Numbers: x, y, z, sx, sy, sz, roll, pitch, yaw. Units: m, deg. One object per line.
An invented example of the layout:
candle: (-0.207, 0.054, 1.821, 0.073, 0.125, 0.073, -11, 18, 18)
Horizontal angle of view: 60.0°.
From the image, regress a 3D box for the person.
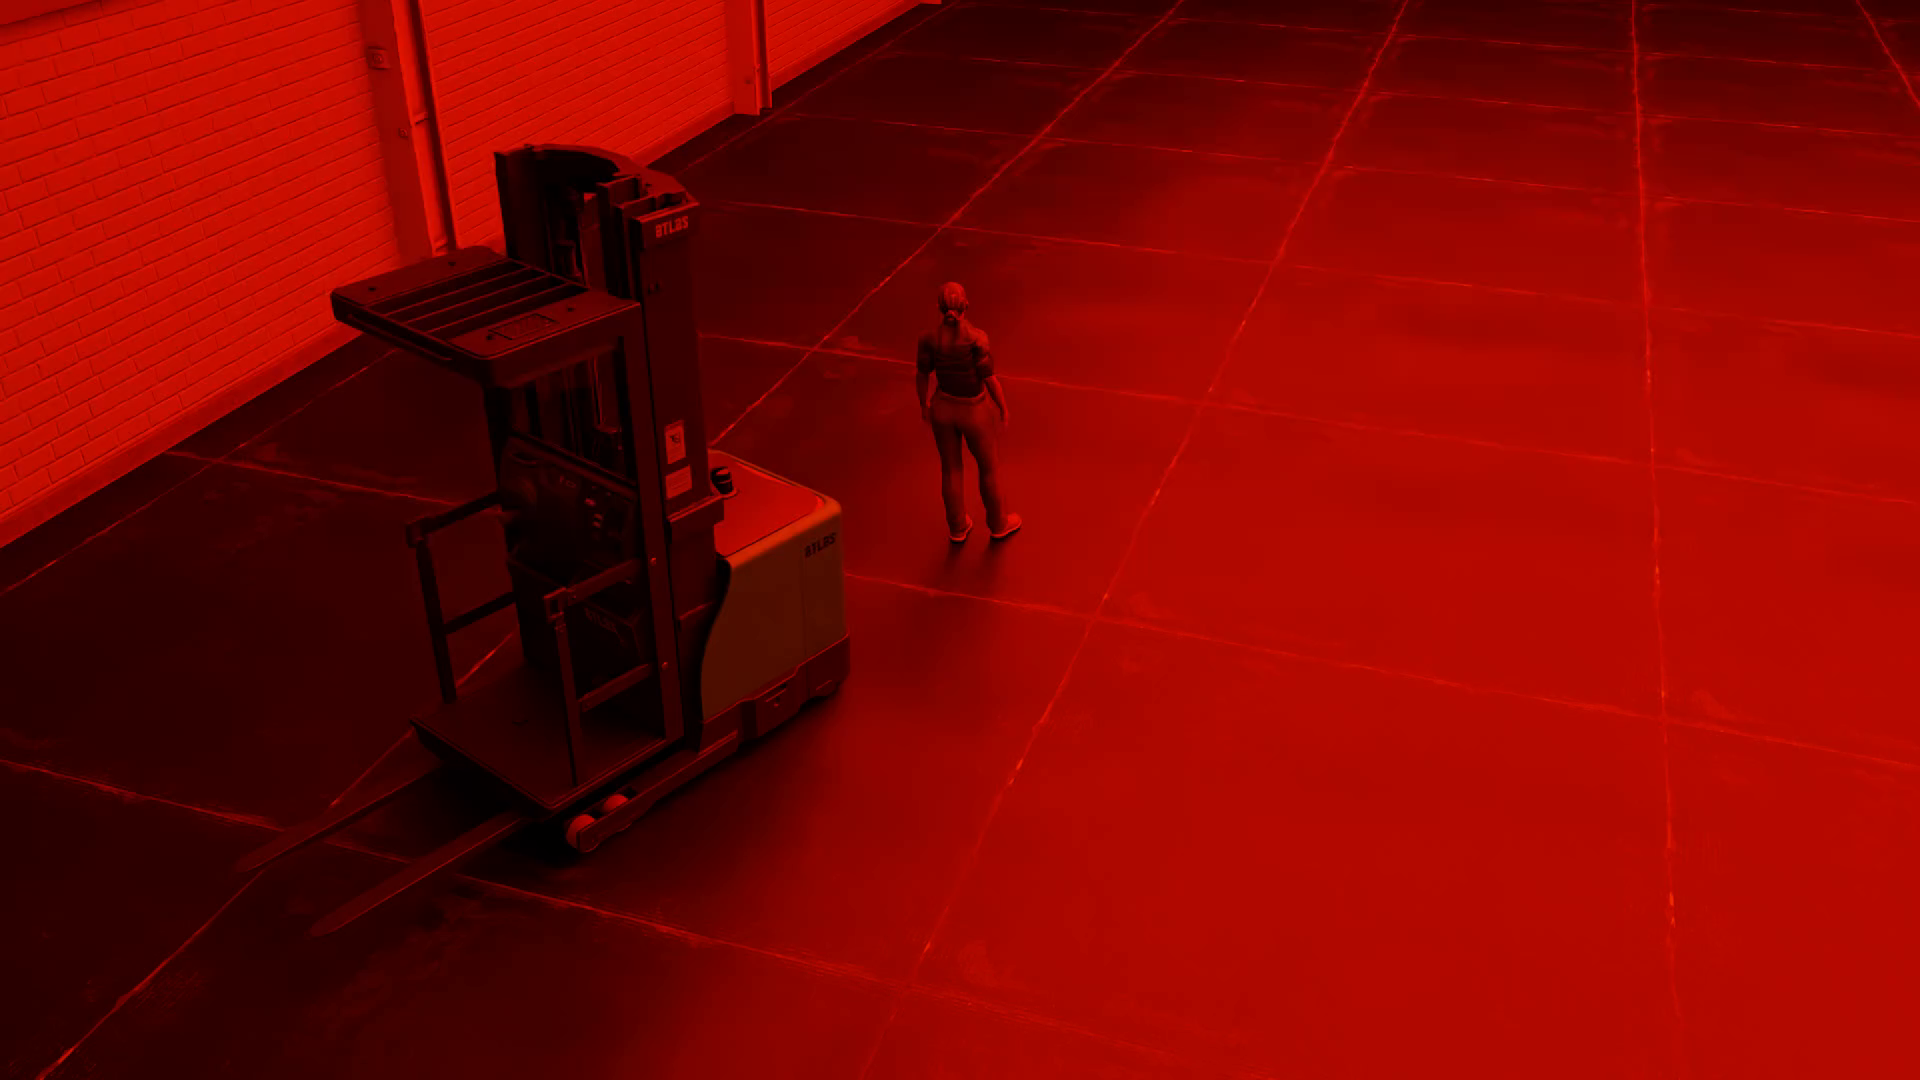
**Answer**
person: (0.047, -0.763, 9.749, 0.569, 1.656, 0.503, 10, 31, 16)

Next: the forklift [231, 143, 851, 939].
forklift: (-1.909, -0.130, 7.364, 1.130, 2.935, 3.031, 23, 37, 34)
